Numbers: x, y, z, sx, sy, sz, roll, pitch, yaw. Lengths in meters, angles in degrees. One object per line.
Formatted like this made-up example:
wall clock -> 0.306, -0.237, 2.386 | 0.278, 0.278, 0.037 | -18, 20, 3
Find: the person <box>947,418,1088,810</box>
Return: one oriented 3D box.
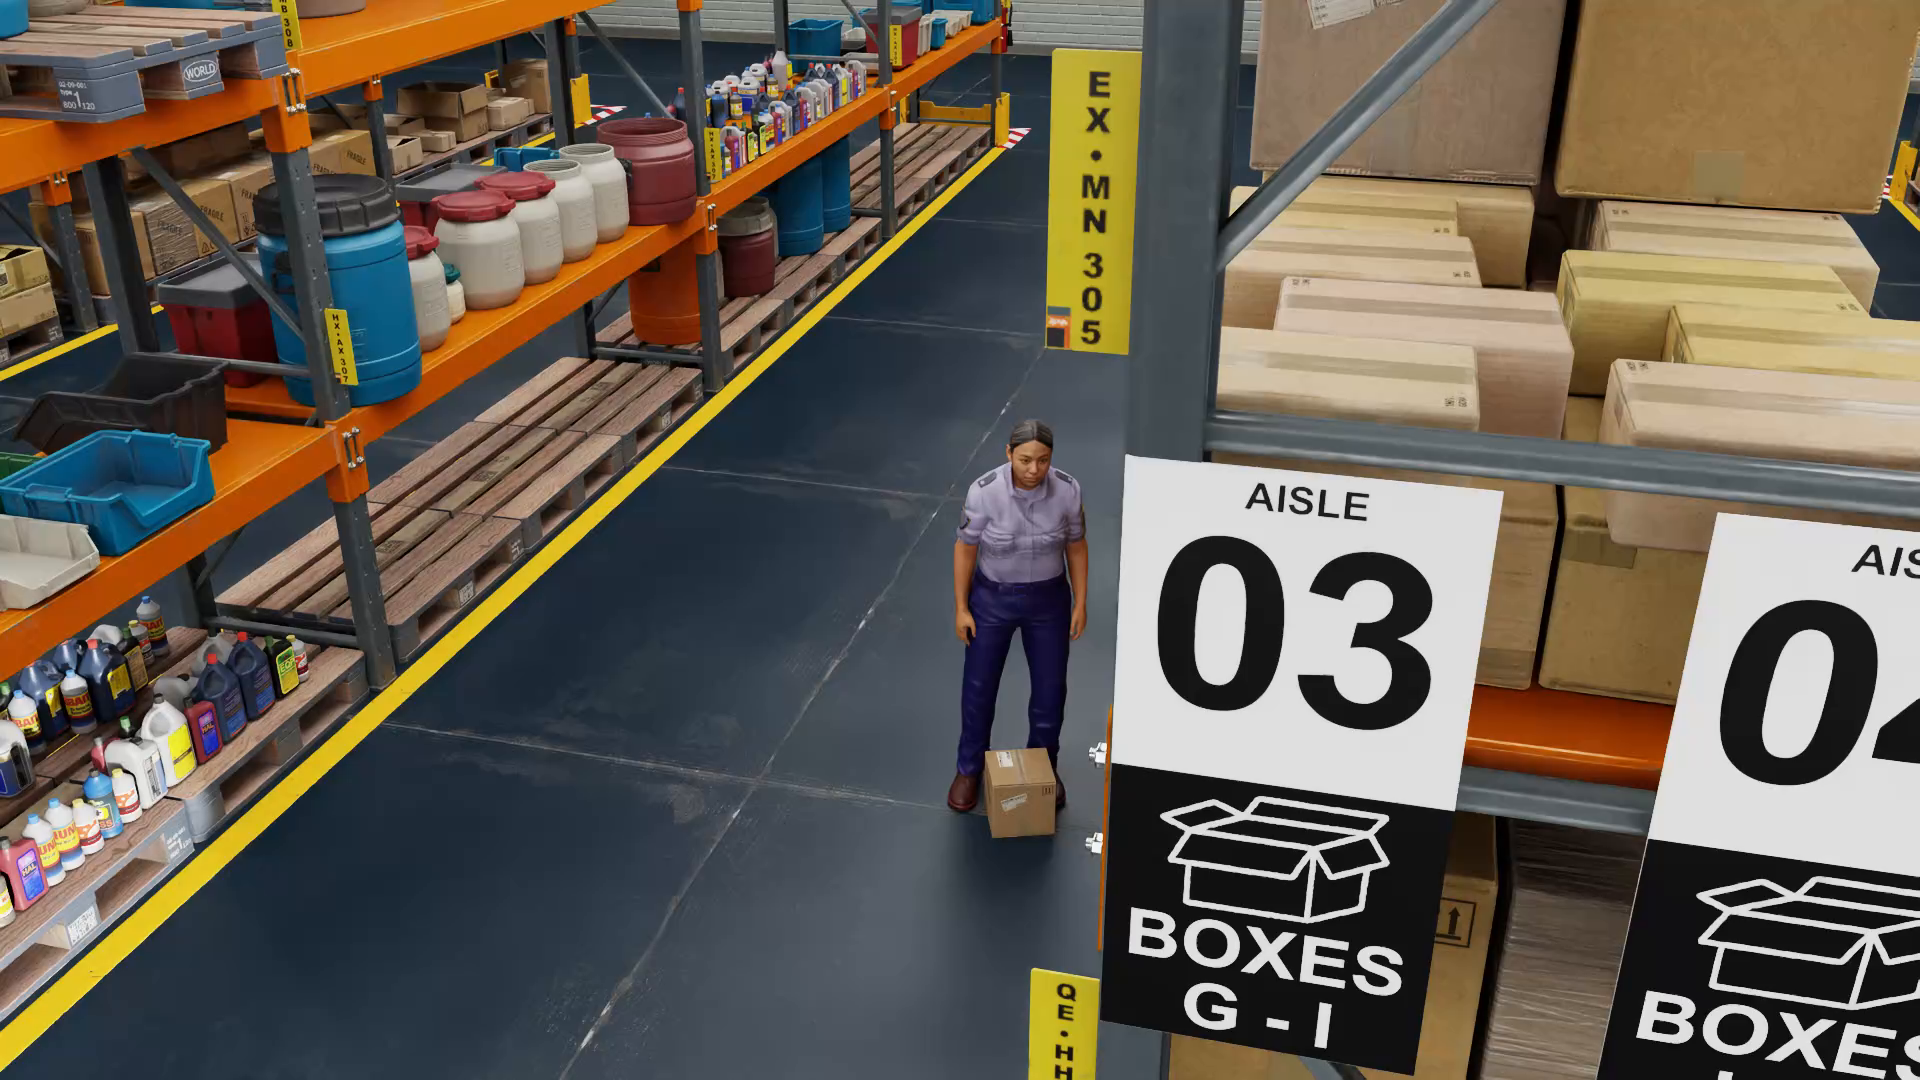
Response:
person -> 0.223, 0.274, 6.544 | 0.566, 1.652, 0.368 | -2, 26, -4
